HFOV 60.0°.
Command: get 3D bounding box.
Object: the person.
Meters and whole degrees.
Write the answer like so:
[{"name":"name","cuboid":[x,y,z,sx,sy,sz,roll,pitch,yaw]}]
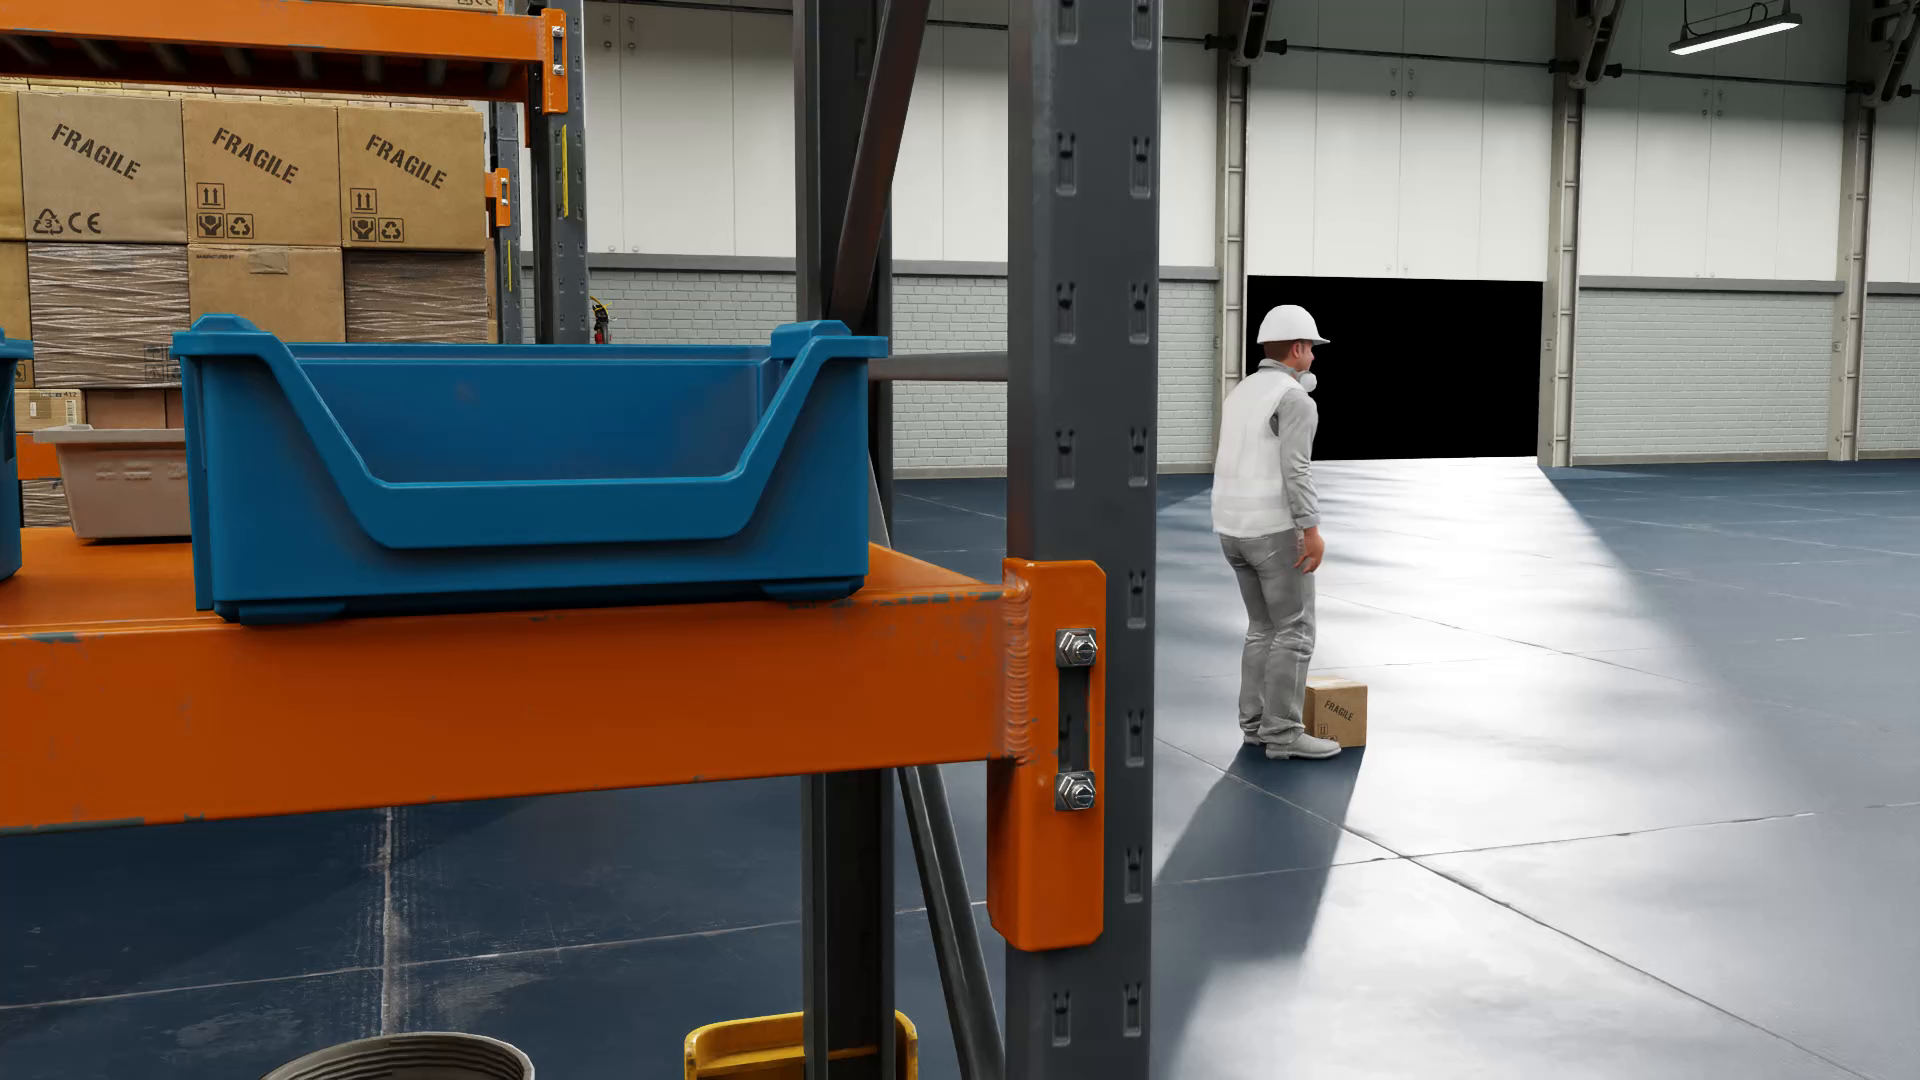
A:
[{"name":"person","cuboid":[1.251,-0.045,6.634,0.465,1.771,0.581,-2,6,-19]}]
